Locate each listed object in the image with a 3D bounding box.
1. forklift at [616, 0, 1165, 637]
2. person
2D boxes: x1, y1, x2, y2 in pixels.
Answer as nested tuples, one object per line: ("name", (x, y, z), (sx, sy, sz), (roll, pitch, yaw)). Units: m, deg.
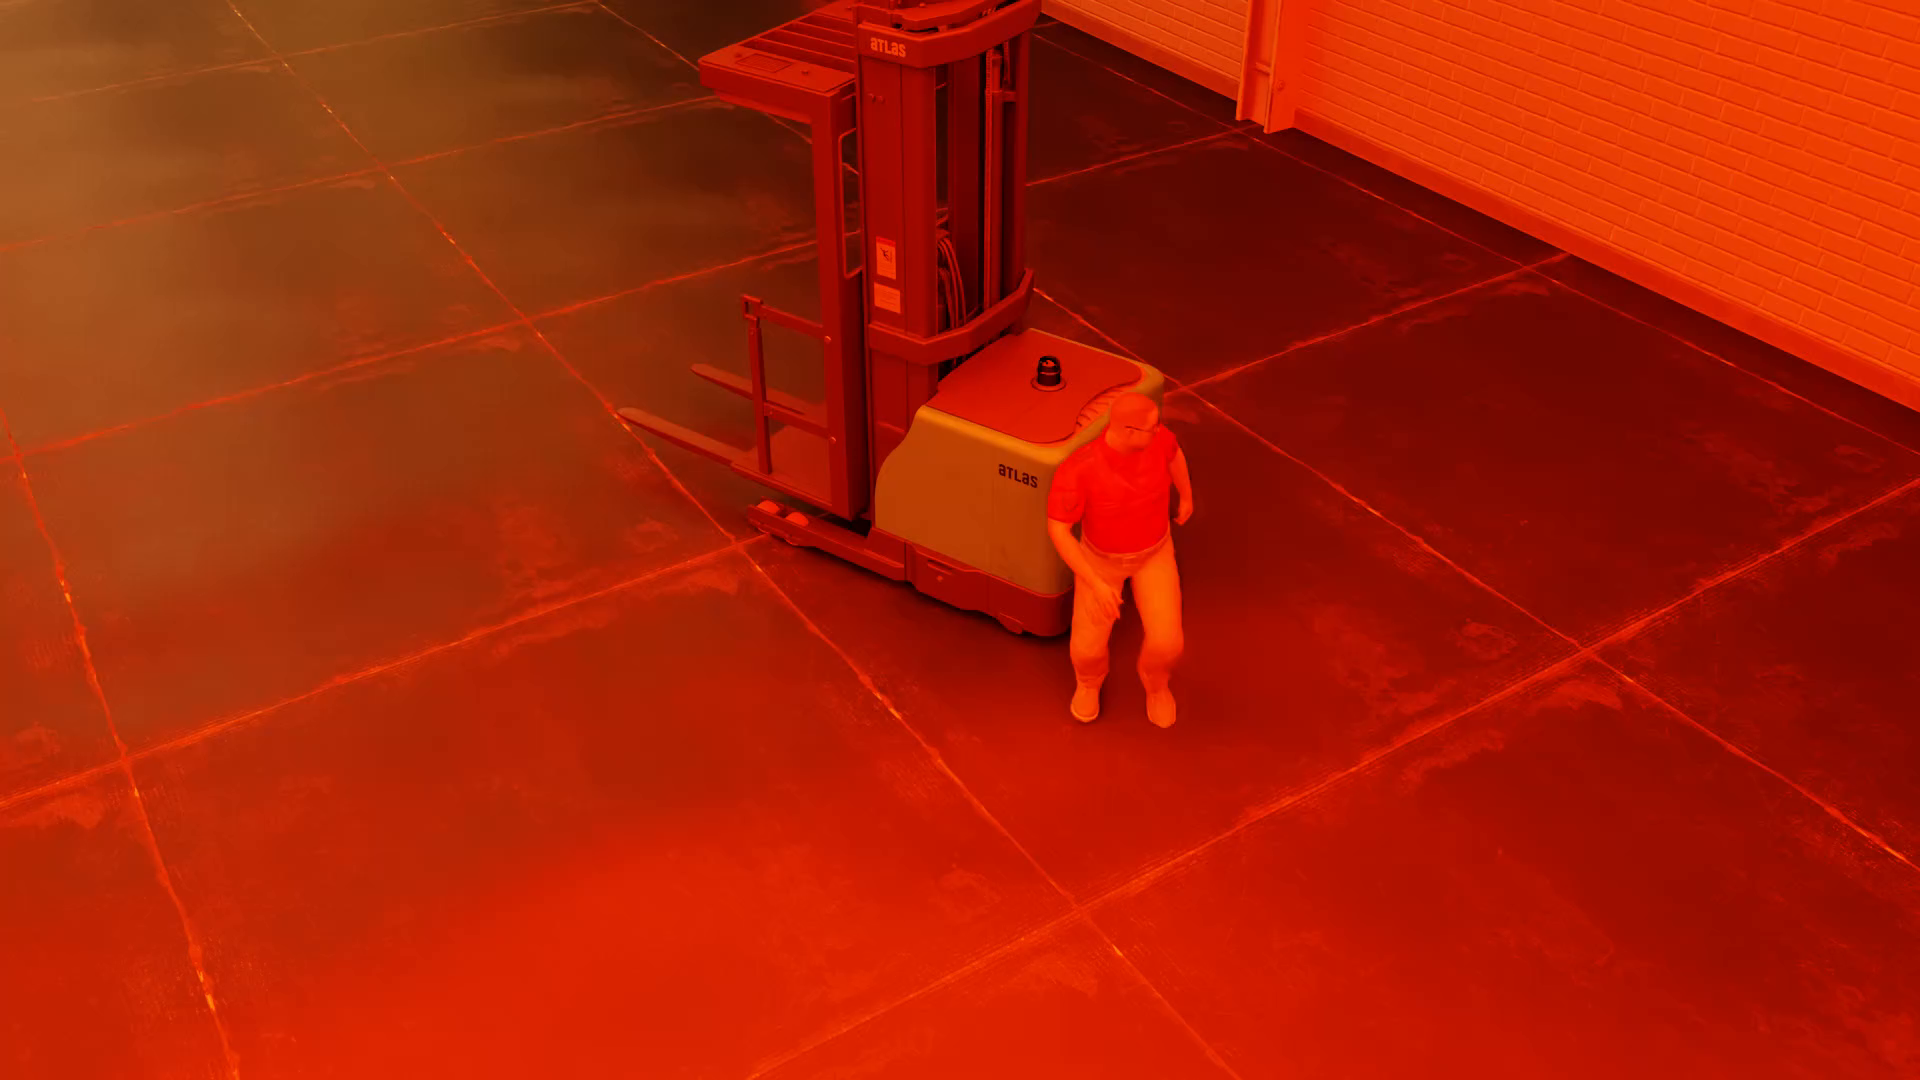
("forklift", (-0.500, -1.399, 8.138), (3.031, 2.935, 1.130), (22, 41, 28))
("person", (0.711, 0.100, 7.158), (0.723, 1.692, 0.732), (-4, 35, -5))
